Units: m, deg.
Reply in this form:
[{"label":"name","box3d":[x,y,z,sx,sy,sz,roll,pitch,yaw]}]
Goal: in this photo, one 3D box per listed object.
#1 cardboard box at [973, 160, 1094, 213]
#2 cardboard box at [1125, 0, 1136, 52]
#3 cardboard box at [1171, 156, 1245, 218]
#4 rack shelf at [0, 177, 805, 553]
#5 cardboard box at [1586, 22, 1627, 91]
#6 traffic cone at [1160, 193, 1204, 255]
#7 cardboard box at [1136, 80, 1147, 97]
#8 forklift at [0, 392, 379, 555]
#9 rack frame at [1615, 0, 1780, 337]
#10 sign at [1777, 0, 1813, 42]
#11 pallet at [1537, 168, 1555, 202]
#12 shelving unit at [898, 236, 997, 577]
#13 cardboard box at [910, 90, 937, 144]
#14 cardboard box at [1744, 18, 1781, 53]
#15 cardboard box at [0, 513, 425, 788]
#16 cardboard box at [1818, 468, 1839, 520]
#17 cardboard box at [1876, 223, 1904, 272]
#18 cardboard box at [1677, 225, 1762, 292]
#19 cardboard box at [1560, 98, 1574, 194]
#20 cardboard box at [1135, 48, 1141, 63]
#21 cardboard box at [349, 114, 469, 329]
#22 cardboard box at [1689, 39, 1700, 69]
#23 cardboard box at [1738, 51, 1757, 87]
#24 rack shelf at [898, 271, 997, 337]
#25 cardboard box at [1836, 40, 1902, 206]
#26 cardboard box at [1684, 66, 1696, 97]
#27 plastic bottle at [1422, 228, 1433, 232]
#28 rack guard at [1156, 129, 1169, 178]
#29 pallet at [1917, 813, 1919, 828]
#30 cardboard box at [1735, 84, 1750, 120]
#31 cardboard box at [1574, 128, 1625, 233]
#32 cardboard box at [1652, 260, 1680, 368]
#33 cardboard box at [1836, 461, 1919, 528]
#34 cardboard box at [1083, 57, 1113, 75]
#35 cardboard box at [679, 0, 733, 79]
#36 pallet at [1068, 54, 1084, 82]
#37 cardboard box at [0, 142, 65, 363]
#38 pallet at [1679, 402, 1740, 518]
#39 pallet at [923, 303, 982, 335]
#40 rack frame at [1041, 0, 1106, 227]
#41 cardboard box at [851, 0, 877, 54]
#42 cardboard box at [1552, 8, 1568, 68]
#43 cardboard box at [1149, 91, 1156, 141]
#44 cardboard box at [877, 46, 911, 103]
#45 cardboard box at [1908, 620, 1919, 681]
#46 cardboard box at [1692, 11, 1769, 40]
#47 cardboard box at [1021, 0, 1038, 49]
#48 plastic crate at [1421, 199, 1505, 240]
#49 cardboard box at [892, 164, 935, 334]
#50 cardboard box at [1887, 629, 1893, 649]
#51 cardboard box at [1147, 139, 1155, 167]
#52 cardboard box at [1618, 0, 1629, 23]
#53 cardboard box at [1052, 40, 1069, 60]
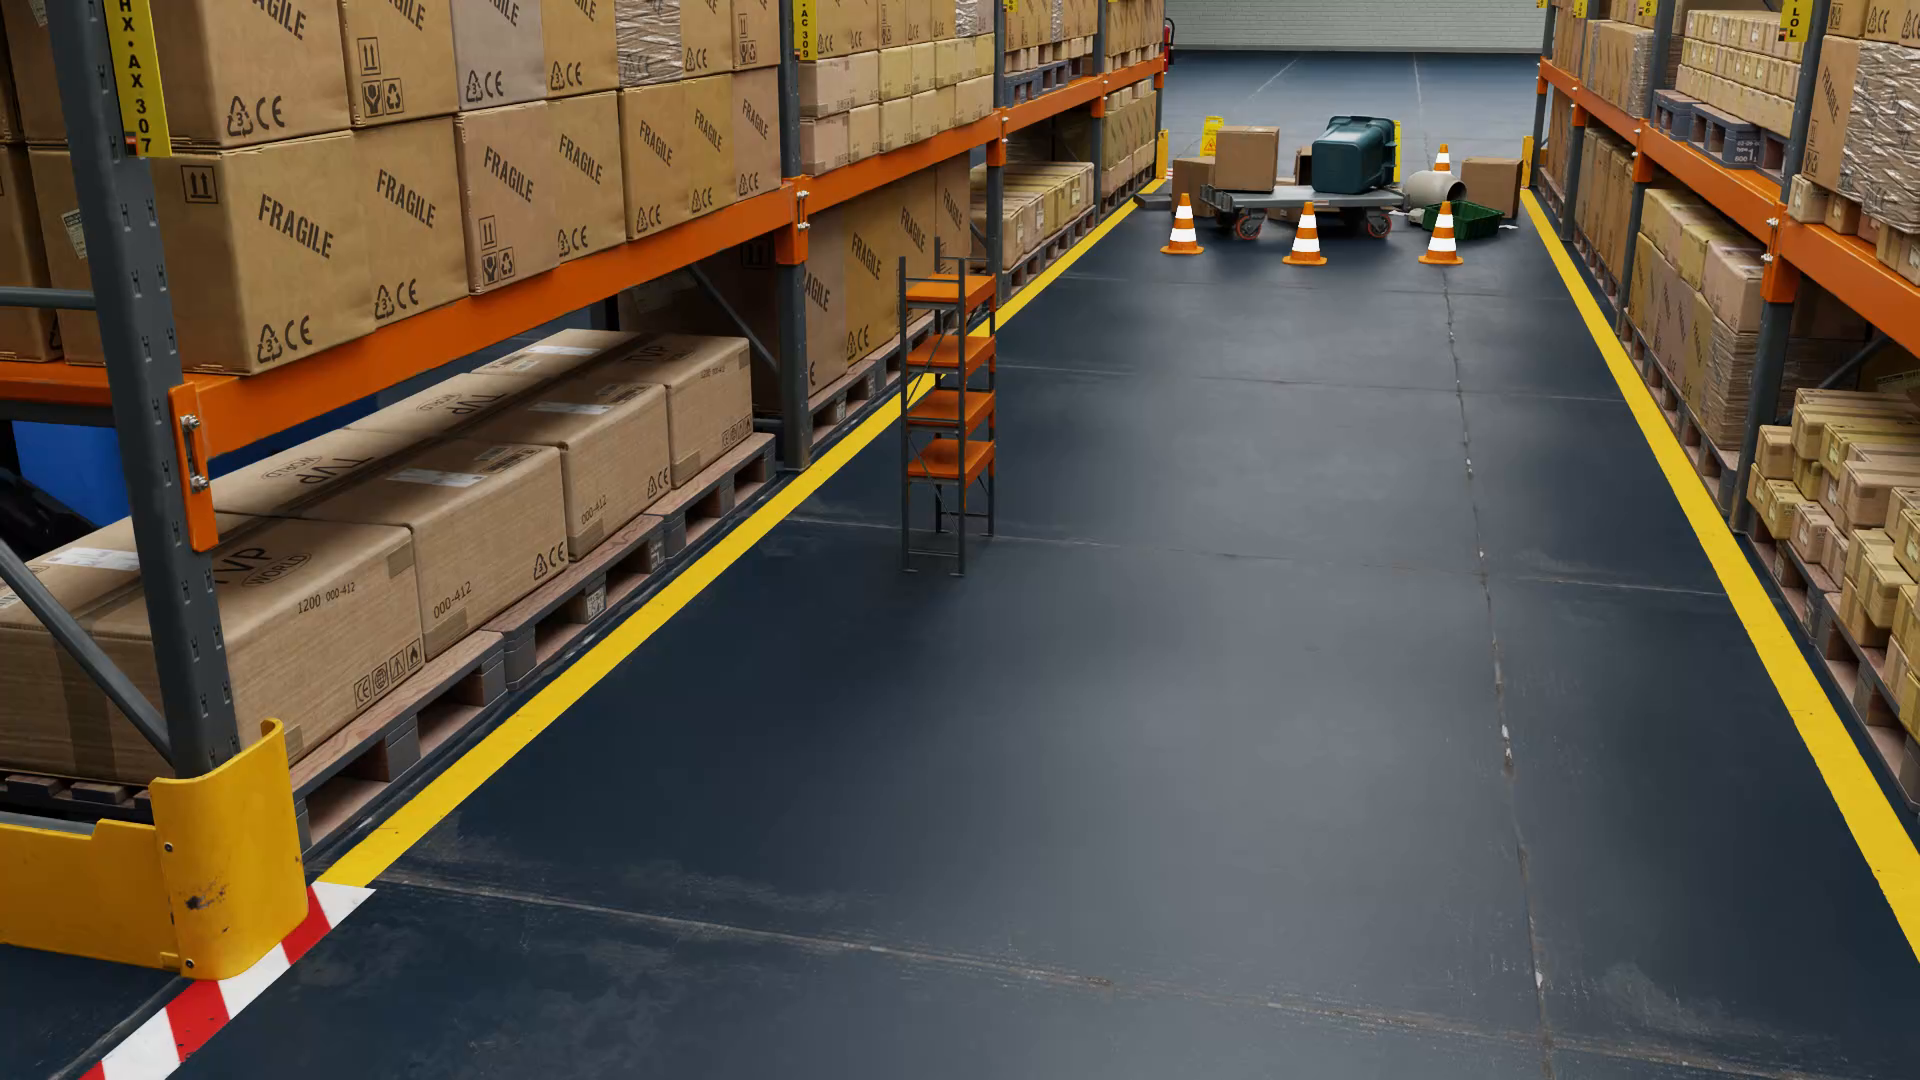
[{"label":"cardboard box","box3d":[0.640,-3.075,14.467,0.950,0.372,0.625,5,19,14]},{"label":"cardboard box","box3d":[1.379,-4.904,15.790,0.500,0.500,0.500,4,19,13]},{"label":"cardboard box","box3d":[2.347,-3.331,15.664,0.500,0.500,0.500,-13,23,-34]},{"label":"rack shelf","box3d":[-1.677,-0.810,5.532,1.077,0.370,4.000,5,19,13]},{"label":"cardboard box","box3d":[5.079,-3.671,12.640,0.500,0.500,0.500,5,19,14]},{"label":"traffic cone","box3d":[1.821,-2.585,13.540,0.336,0.463,0.334,5,19,13]},{"label":"cardboard box","box3d":[1.711,-4.627,17.035,0.380,0.149,0.250,5,19,14]},{"label":"forklift","box3d":[-3.585,-1.559,6.719,1.130,2.935,3.031,-17,25,-41]},{"label":"rack frame","box3d":[4.613,-2.672,9.869,1.000,3.000,0.127,5,19,13]},{"label":"sign","box3d":[3.097,-2.009,6.137,0.100,0.325,0.005,5,19,13]},{"label":"pallet","box3d":[6.448,-3.603,16.909,1.003,0.211,1.213,5,19,13]},{"label":"shelving unit","box3d":[-0.040,-0.516,6.342,0.258,1.200,0.503,5,19,13]},{"label":"cardboard box","box3d":[-0.428,-2.301,9.016,0.500,0.250,0.500,4,19,12]},{"label":"cardboard box","box3d":[3.864,-2.329,7.685,0.380,0.149,0.250,4,19,11]},{"label":"cardboard box","box3d":[-2.102,0.275,4.555,0.875,0.438,0.875,4,19,12]},{"label":"cardboard box","box3d":[3.238,-0.155,5.800,0.380,0.149,0.250,5,19,13]},{"label":"cardboard box","box3d":[3.047,-0.903,5.080,0.380,0.149,0.250,5,19,14]},{"label":"cardboard box","box3d":[3.827,-1.369,8.113,0.500,0.250,0.500,4,19,11]},{"label":"cardboard box","box3d":[6.029,-3.593,15.204,0.875,0.875,0.875,5,19,14]},{"label":"cardboard box","box3d":[1.615,-4.879,16.720,0.380,0.149,0.250,4,19,13]},{"label":"cardboard box","box3d":[-1.674,-0.859,4.408,0.500,0.500,0.500,4,19,13]},{"label":"cardboard box","box3d":[4.236,-2.672,9.147,0.380,0.149,0.250,6,20,16]},{"label":"cardboard box","box3d":[3.860,-2.193,7.745,0.380,0.149,0.250,5,19,14]},{"label":"rack shelf","box3d":[-0.040,-0.888,6.215,0.258,0.148,0.480,5,19,13]},{"label":"cardboard box","box3d":[3.157,-1.315,5.283,0.500,0.500,0.500,5,19,13]},{"label":"cardboard box","box3d":[4.243,-2.543,9.232,0.380,0.149,0.250,6,20,16]},{"label":"plastic bottle","box3d":[4.195,-2.741,14.617,0.133,0.061,0.283,-5,20,-15]},{"label":"rack guard","box3d":[1.725,-4.332,18.597,1.175,0.500,0.348,5,19,13]},{"label":"pallet","box3d":[2.910,0.880,3.786,1.003,0.211,1.213,5,19,13]},{"label":"cardboard box","box3d":[3.856,-2.047,7.778,0.380,0.149,0.250,6,20,16]},{"label":"cardboard box","box3d":[5.526,-2.858,13.245,1.050,0.750,0.750,5,19,13]},{"label":"cardboard box","box3d":[3.953,-1.167,8.681,0.500,0.500,0.500,4,19,12]},{"label":"cardboard box","box3d":[3.029,-0.136,5.285,0.380,0.149,0.250,5,20,15]},{"label":"cardboard box","box3d":[1.154,-4.239,14.847,0.380,0.149,0.250,5,19,13]},{"label":"cardboard box","box3d":[-1.168,-1.970,6.112,0.500,0.500,0.500,4,19,13]},{"label":"pallet","box3d":[0.438,-3.966,13.955,1.003,0.211,1.213,5,19,13]},{"label":"cardboard box","box3d":[-2.305,-0.743,4.068,0.500,0.500,0.500,5,19,14]},{"label":"pallet","box3d":[3.825,-0.343,7.364,1.003,0.211,1.213,5,19,13]},{"label":"pallet","box3d":[-0.477,-1.470,10.666,1.003,0.211,1.213,5,19,13]},{"label":"rack frame","box3d":[0.766,-4.285,14.592,1.000,3.000,0.127,5,19,13]},{"label":"cardboard box","box3d":[-0.705,-2.575,7.883,0.500,0.500,0.500,5,19,13]},{"label":"cardboard box","box3d":[6.149,-4.791,15.841,0.875,0.550,0.550,5,19,13]},{"label":"cardboard box","box3d":[1.800,-4.519,17.722,0.500,0.500,0.500,5,19,14]},{"label":"cardboard box","box3d":[-0.559,-2.380,8.474,0.500,0.250,0.500,5,19,14]},{"label":"cardboard box","box3d":[2.750,0.331,4.379,0.380,0.149,0.250,5,19,14]},{"label":"cardboard box","box3d":[4.249,-2.819,9.119,0.380,0.149,0.250,4,19,12]},{"label":"cardboard box","box3d":[0.243,-3.705,11.628,0.500,0.500,0.500,6,20,16]},{"label":"plastic crate","box3d":[4.363,-2.780,14.447,0.450,0.188,0.662,29,33,36]},{"label":"cardboard box","box3d":[-0.683,-1.735,9.764,0.875,0.875,0.875,5,19,14]},{"label":"cardboard box","box3d":[2.968,0.319,4.873,0.380,0.149,0.250,5,20,15]},{"label":"cardboard box","box3d":[1.801,-4.154,17.813,0.500,0.250,0.500,5,19,13]},{"label":"cardboard box","box3d":[5.351,-4.129,12.433,0.700,0.500,0.500,4,19,12]},{"label":"cardboard box","box3d":[0.645,-3.863,13.096,0.380,0.149,0.250,5,19,13]}]
